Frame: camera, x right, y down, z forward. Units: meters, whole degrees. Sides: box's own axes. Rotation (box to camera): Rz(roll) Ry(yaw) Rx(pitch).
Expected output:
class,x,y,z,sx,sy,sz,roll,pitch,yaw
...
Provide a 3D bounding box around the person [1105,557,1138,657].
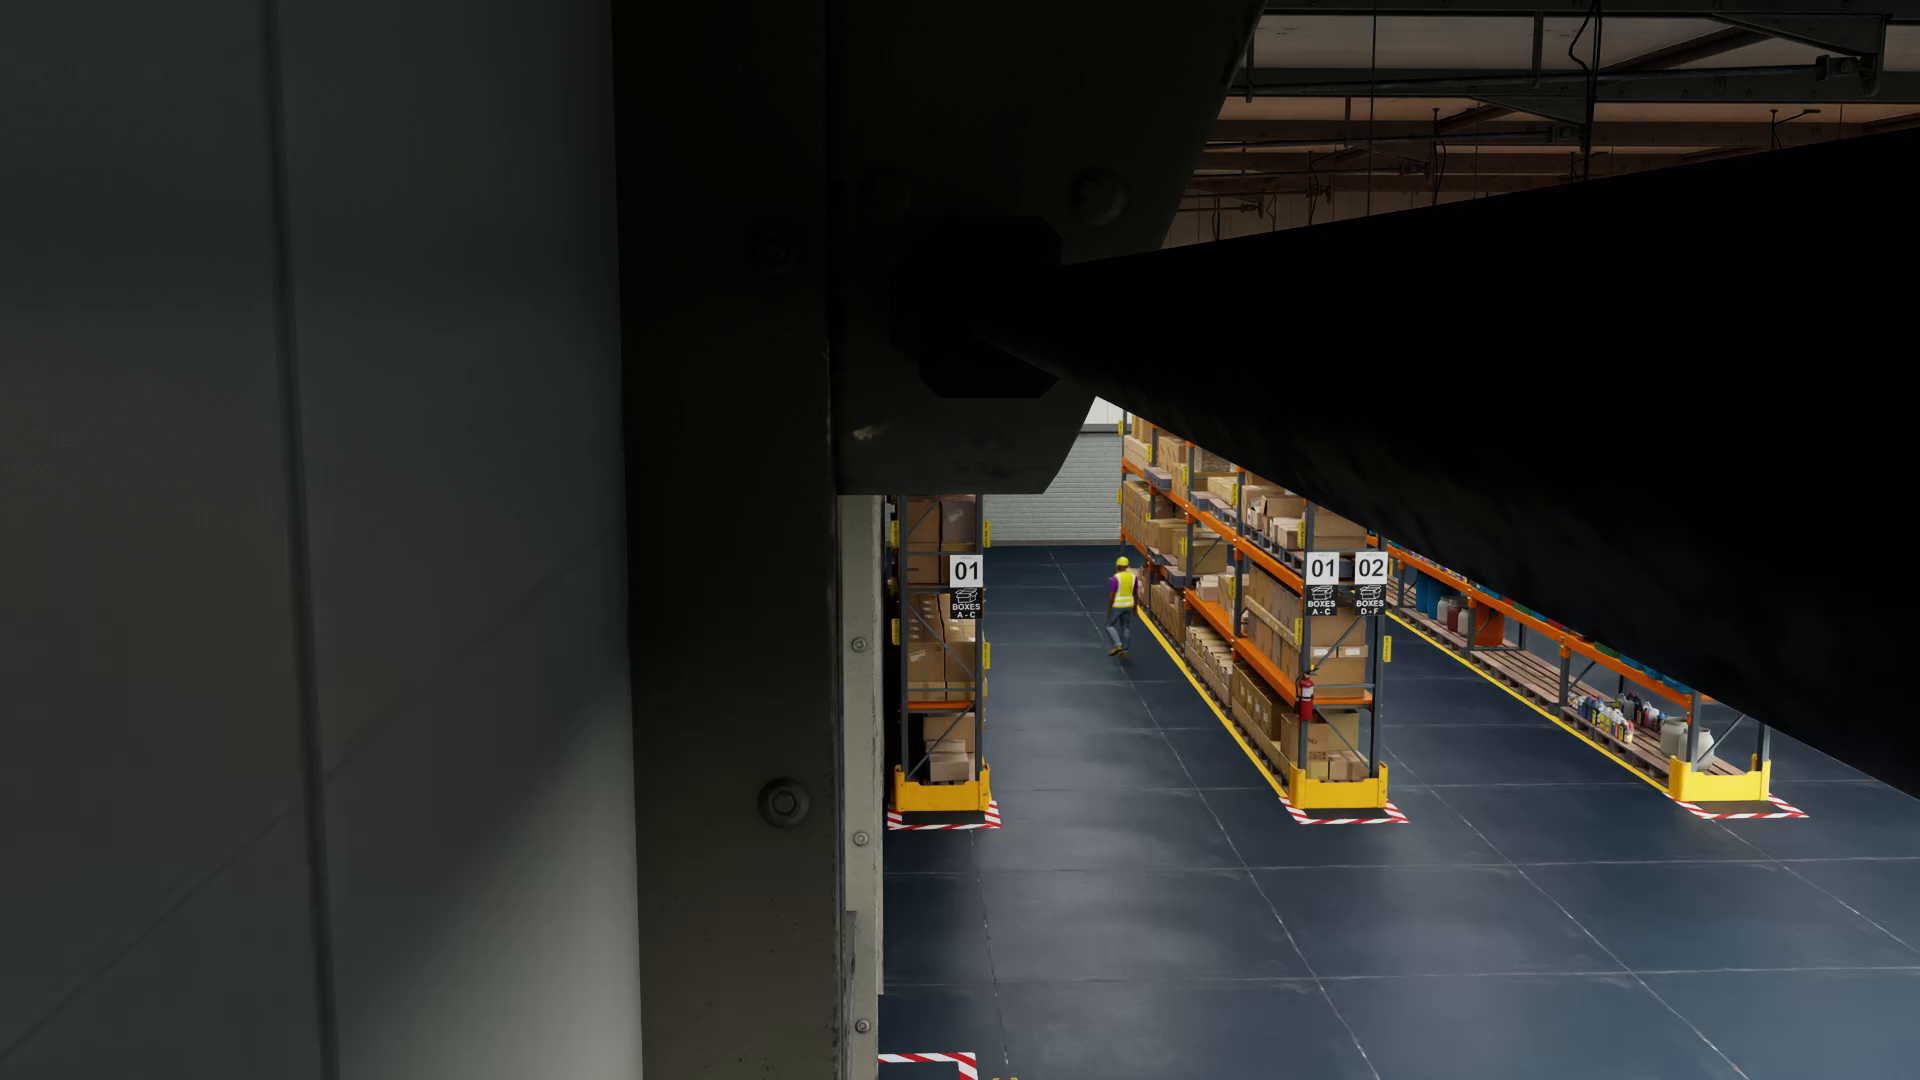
class,x,y,z,sx,sy,sz,roll,pitch,yaw
person,2.846,1.176,29.108,0.617,1.767,0.468,-4,9,-27
